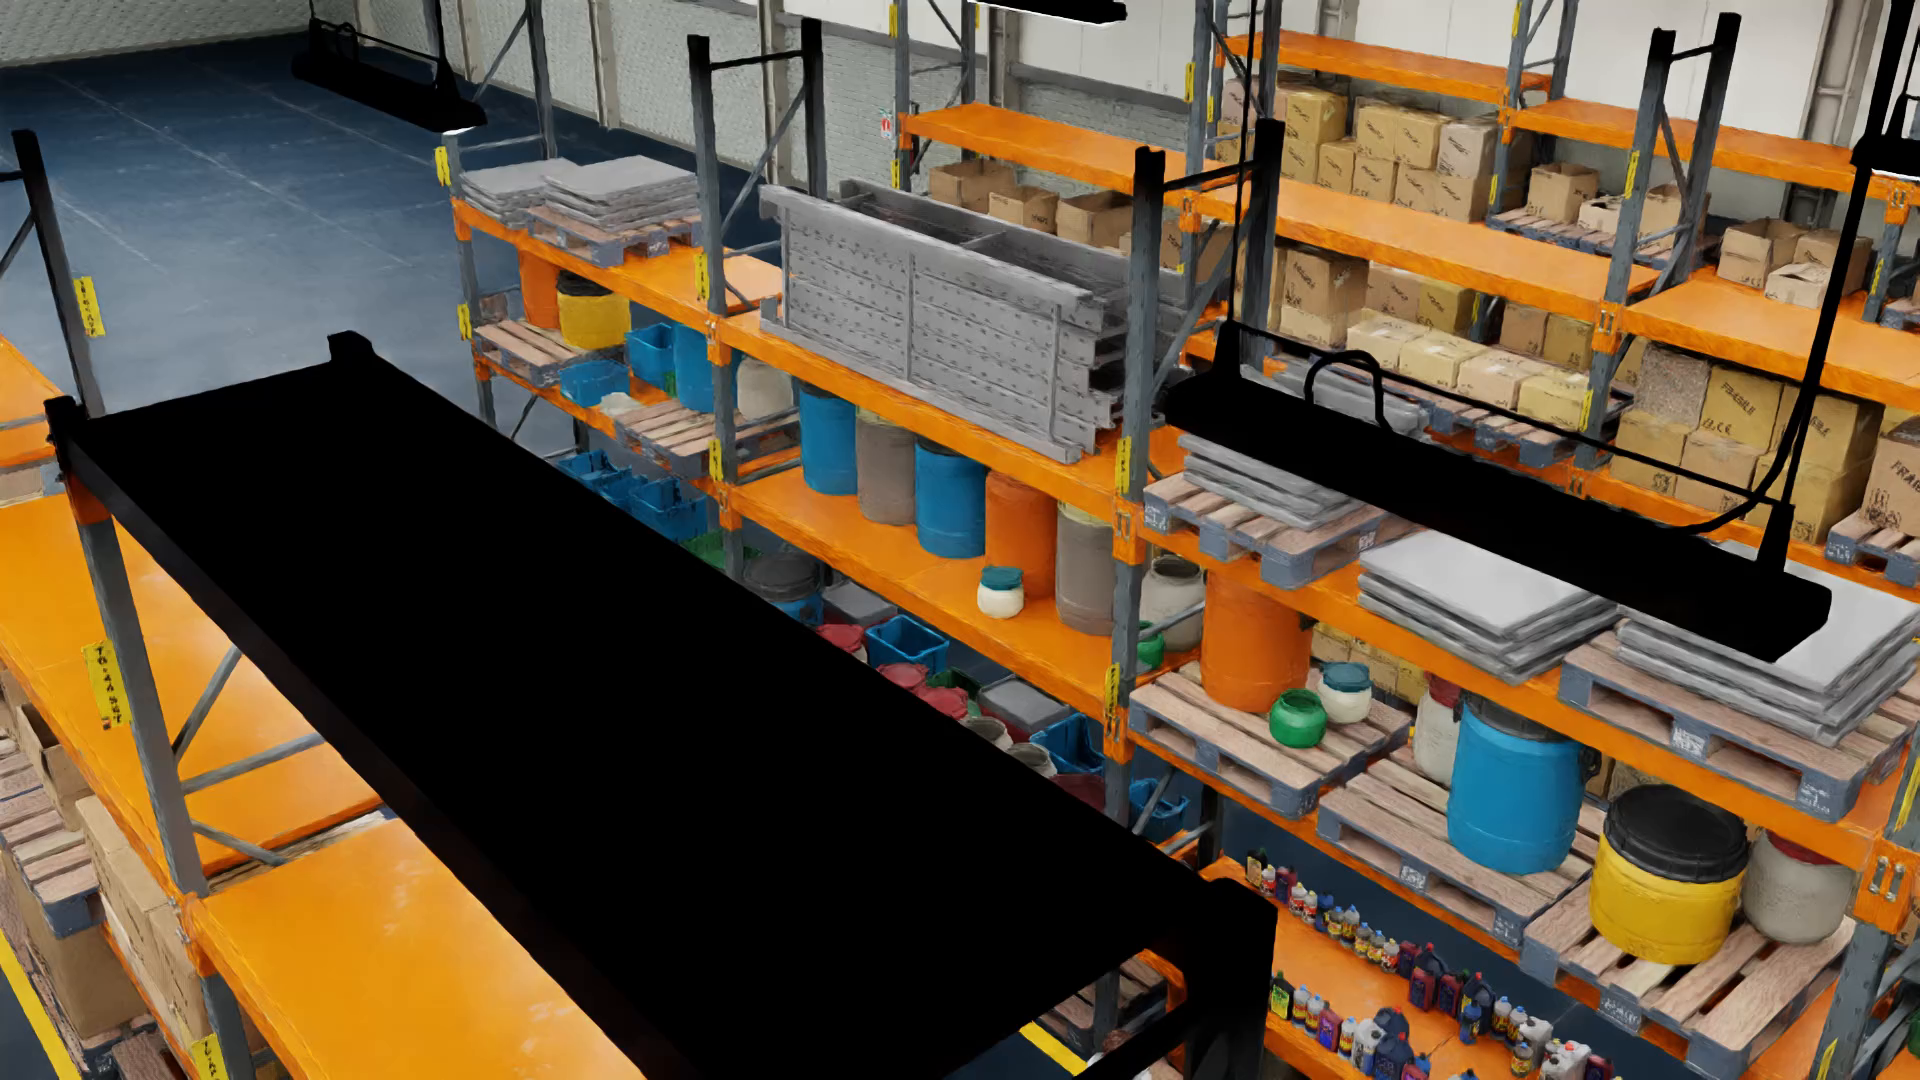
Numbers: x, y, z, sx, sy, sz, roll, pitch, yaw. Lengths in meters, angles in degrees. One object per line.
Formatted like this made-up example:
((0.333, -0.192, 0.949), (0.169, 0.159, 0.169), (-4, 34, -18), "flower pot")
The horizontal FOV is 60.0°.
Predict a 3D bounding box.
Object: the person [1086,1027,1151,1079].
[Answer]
((0.853, 3.348, 9.196), (0.502, 1.603, 0.419), (13, 30, 24), "person")
